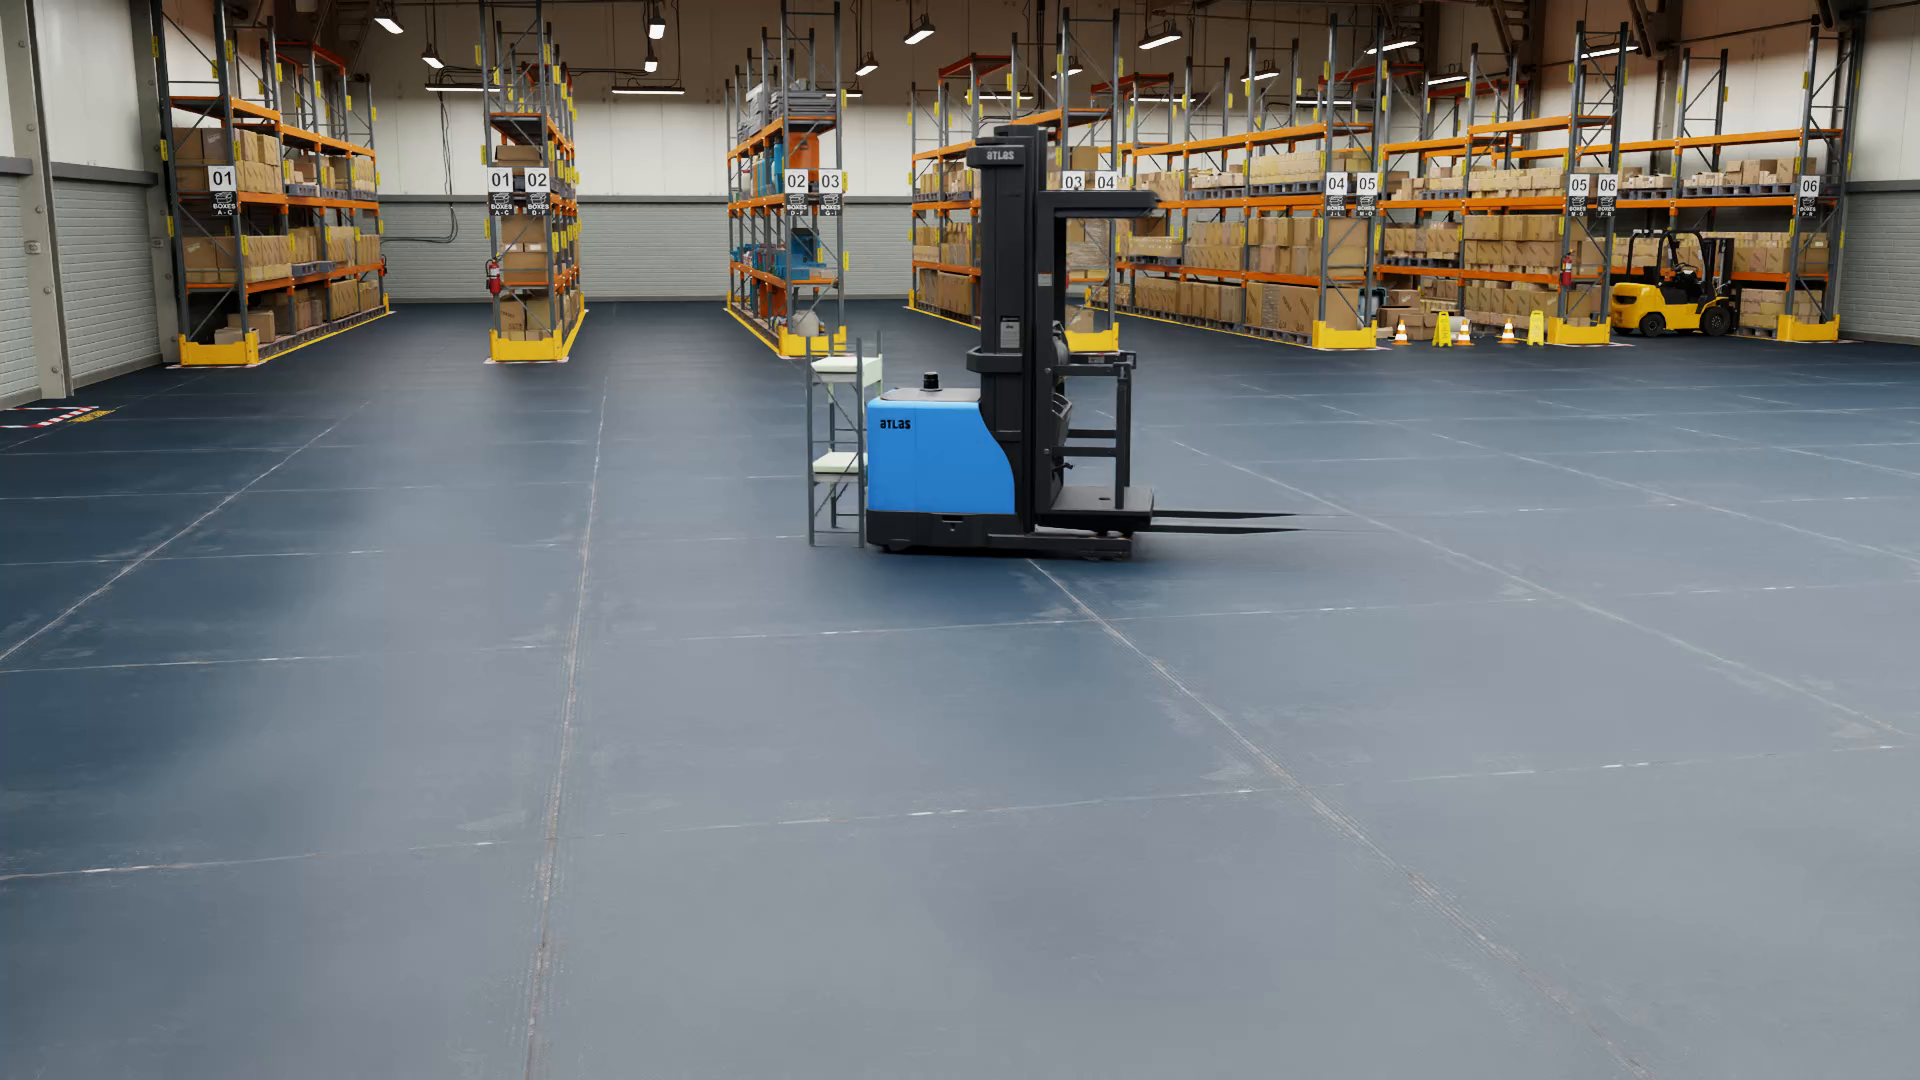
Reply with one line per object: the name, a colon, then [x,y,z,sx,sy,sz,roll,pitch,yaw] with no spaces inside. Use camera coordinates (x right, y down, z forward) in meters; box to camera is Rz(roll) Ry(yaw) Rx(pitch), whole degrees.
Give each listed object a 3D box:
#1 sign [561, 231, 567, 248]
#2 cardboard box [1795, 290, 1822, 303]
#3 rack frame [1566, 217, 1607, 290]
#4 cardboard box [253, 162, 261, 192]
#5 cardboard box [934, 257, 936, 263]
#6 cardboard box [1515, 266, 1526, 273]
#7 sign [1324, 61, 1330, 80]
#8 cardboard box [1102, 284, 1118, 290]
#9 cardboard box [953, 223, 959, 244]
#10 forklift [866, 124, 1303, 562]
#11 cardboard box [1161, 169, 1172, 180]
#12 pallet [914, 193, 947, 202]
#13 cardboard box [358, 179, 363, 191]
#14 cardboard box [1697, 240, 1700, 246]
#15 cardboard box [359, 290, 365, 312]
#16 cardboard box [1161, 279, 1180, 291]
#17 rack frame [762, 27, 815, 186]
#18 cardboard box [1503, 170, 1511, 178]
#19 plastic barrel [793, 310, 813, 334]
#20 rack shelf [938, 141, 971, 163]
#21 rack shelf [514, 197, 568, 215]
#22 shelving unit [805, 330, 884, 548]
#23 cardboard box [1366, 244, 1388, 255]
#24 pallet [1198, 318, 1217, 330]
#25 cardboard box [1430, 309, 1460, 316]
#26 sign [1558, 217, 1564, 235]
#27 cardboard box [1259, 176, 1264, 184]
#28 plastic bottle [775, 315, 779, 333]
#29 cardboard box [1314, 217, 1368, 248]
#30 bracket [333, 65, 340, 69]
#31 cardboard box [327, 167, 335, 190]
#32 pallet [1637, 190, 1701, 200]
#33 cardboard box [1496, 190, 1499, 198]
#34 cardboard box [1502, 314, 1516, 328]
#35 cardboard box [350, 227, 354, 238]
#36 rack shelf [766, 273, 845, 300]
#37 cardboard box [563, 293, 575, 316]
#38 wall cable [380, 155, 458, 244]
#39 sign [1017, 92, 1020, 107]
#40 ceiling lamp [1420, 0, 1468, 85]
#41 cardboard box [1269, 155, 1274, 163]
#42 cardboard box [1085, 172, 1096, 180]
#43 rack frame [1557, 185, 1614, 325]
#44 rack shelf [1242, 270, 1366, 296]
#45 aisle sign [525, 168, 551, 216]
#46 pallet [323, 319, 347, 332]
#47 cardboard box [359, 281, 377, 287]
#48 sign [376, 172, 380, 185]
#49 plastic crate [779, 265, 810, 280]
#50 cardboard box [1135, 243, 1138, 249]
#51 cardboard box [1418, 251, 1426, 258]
sign: [-7.641,-5.789,32.062,0.100,0.325,0.005,-2,11,-11]
cardboard box: [16.992,-4.914,33.546,0.500,0.250,0.500,-2,11,-12]
rack frame: [15.344,-6.939,40.632,1.000,3.000,0.127,-2,11,-11]
cardboard box: [-12.260,-6.188,28.340,0.500,0.500,0.500,-2,11,-8]
cardboard box: [-0.454,-7.099,42.144,0.380,0.149,0.250,-2,11,-10]
cardboard box: [11.431,-5.460,33.533,0.380,0.149,0.250,-2,11,-12]
sign: [6.661,-8.520,30.182,0.100,0.325,0.005,-2,11,-11]
cardboard box: [4.077,-6.877,45.214,0.380,0.149,0.250,-3,11,-14]
cardboard box: [0.231,-7.430,40.260,0.797,0.503,0.637,-2,11,-10]
forklift: [0.897,-1.397,11.699,3.031,2.935,1.130,2,11,8]
cardboard box: [5.036,-8.758,39.851,0.396,0.266,0.258,-2,11,-11]
pallet: [-0.647,-9.159,44.510,1.003,0.211,1.213,-2,11,-11]
cardboard box: [-14.560,-8.476,39.696,0.500,0.250,0.500,-2,11,-12]
cardboard box: [16.031,-6.363,35.603,0.380,0.149,0.250,-2,11,-10]
cardboard box: [-14.644,-5.710,39.736,0.700,0.500,0.500,-2,11,-10]
cardboard box: [5.141,-6.114,39.854,0.500,0.250,0.500,-2,11,-10]
rack frame: [-3.326,-8.431,32.425,1.000,3.000,0.127,-2,11,-11]
cardboard box: [11.302,-7.460,33.883,0.380,0.149,0.250,-2,11,-12]
plastic barrel: [-2.848,-3.944,30.427,0.421,0.512,0.421,0,11,0]
rack shelf: [0.366,-9.162,39.257,1.077,0.370,4.000,-2,11,-11]
rack shelf: [-8.574,-6.791,33.757,1.077,0.370,4.000,-2,11,-11]
shelving unit: [-0.834,-0.757,12.159,0.431,1.500,0.755,1,11,8]
cardboard box: [10.132,-7.009,40.065,0.500,0.250,0.500,-2,11,-11]
pallet: [5.953,-4.819,36.950,1.003,0.211,1.213,-2,11,-11]
cardboard box: [10.127,-4.552,34.766,0.500,0.500,0.500,6,12,28]
sign: [11.483,-5.998,31.746,0.100,0.325,0.005,-2,11,-11]
cardboard box: [6.254,-7.259,33.571,0.380,0.149,0.250,-2,11,-11]
plastic bottle: [-3.456,-4.123,31.743,0.144,0.351,0.185,-2,11,-11]
cardboard box: [7.161,-5.766,31.178,0.875,0.550,0.550,-2,11,-11]
bracket: [-15.818,-11.965,41.364,0.076,0.066,4.783,-2,11,-11]
cardboard box: [-14.364,-8.064,37.077,0.700,0.500,0.500,-2,11,-12]
pallet: [15.937,-7.746,37.362,0.805,0.209,1.217,-3,11,-13]
cardboard box: [11.277,-7.120,34.232,0.380,0.149,0.250,-2,11,-13]
cardboard box: [11.410,-4.476,33.920,0.500,0.250,0.500,-3,11,-13]
cardboard box: [-14.258,-7.088,38.291,0.500,0.250,0.500,-2,11,-10]
rack shelf: [-2.937,-4.764,31.126,1.077,0.370,4.000,-2,11,-11]
cardboard box: [-8.971,-5.308,37.571,0.500,0.500,0.500,-2,11,-12]
wall cable: [-16.127,-9.796,47.904,3.097,2.526,0.112,-2,11,-11]
sign: [1.285,-9.864,37.244,0.100,0.325,0.005,-2,11,-11]
ceiling lamp: [12.573,-13.254,42.152,0.800,3.185,2.000,-2,11,-11]
cardboard box: [6.355,-7.557,33.004,0.380,0.149,0.250,-2,11,-10]
cardboard box: [2.484,-6.585,30.083,0.380,0.149,0.250,-2,11,-11]
rack frame: [12.031,-5.291,31.971,1.000,3.000,0.127,-2,11,-11]
rack shelf: [6.807,-5.106,32.922,1.077,0.370,4.000,-2,11,-11]
aisle sign: [-7.094,-5.847,27.940,0.394,0.787,0.004,-2,11,-11]
pallet: [-13.901,-4.635,35.982,1.003,0.211,1.213,-2,11,-11]
cardboard box: [-14.889,-6.433,41.799,0.380,0.149,0.250,-2,11,-9]
sign: [-14.842,-9.211,42.390,0.100,0.325,0.005,-2,11,-11]
plastic crate: [-2.939,-4.758,29.570,0.499,0.251,0.616,-2,11,-11]
cardboard box: [4.590,-7.338,41.482,0.380,0.149,0.250,-2,11,-10]
cardboard box: [10.623,-6.476,37.749,0.380,0.149,0.250,-2,11,-9]
